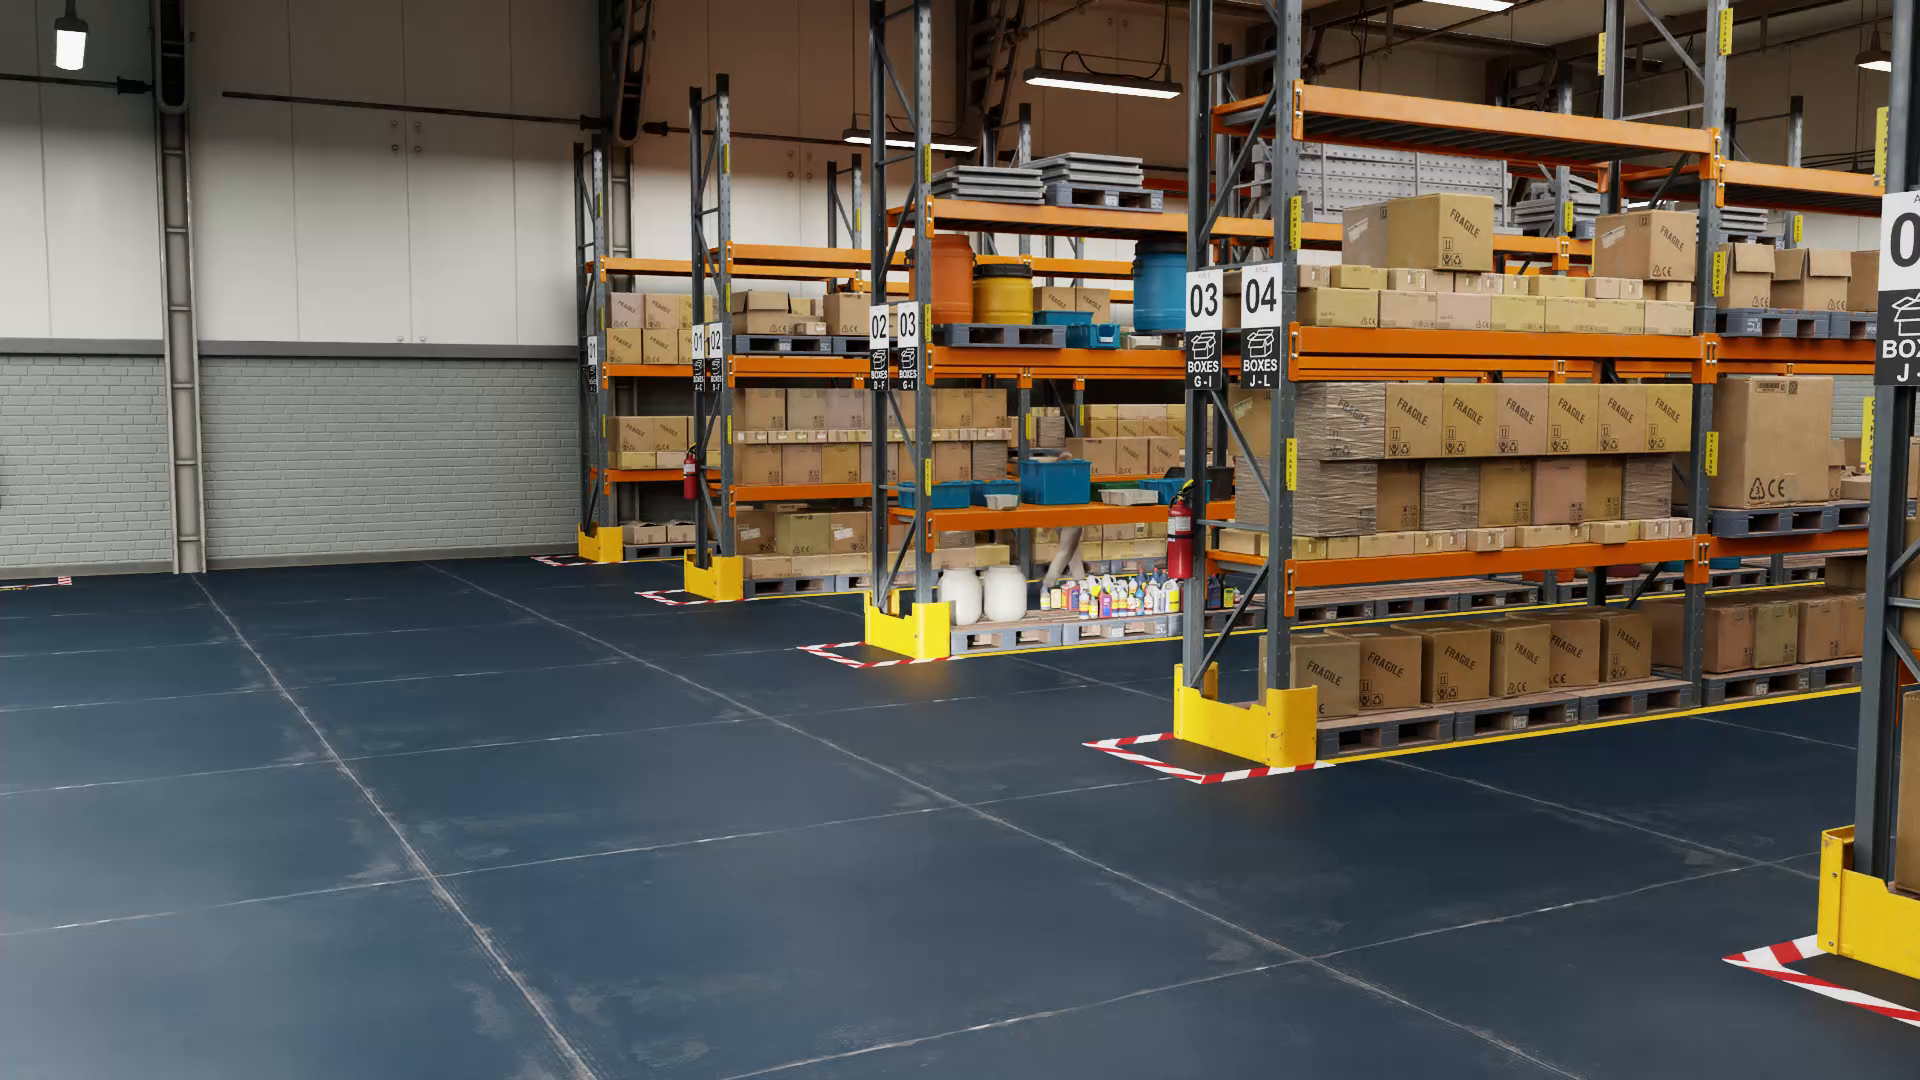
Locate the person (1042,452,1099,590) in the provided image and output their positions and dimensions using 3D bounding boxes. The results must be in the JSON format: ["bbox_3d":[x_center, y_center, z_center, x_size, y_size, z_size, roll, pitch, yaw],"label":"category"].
[{"bbox_3d":[1.338,-0.215,19.800,1.039,1.669,0.566,-4,6,-39],"label":"person"}]
